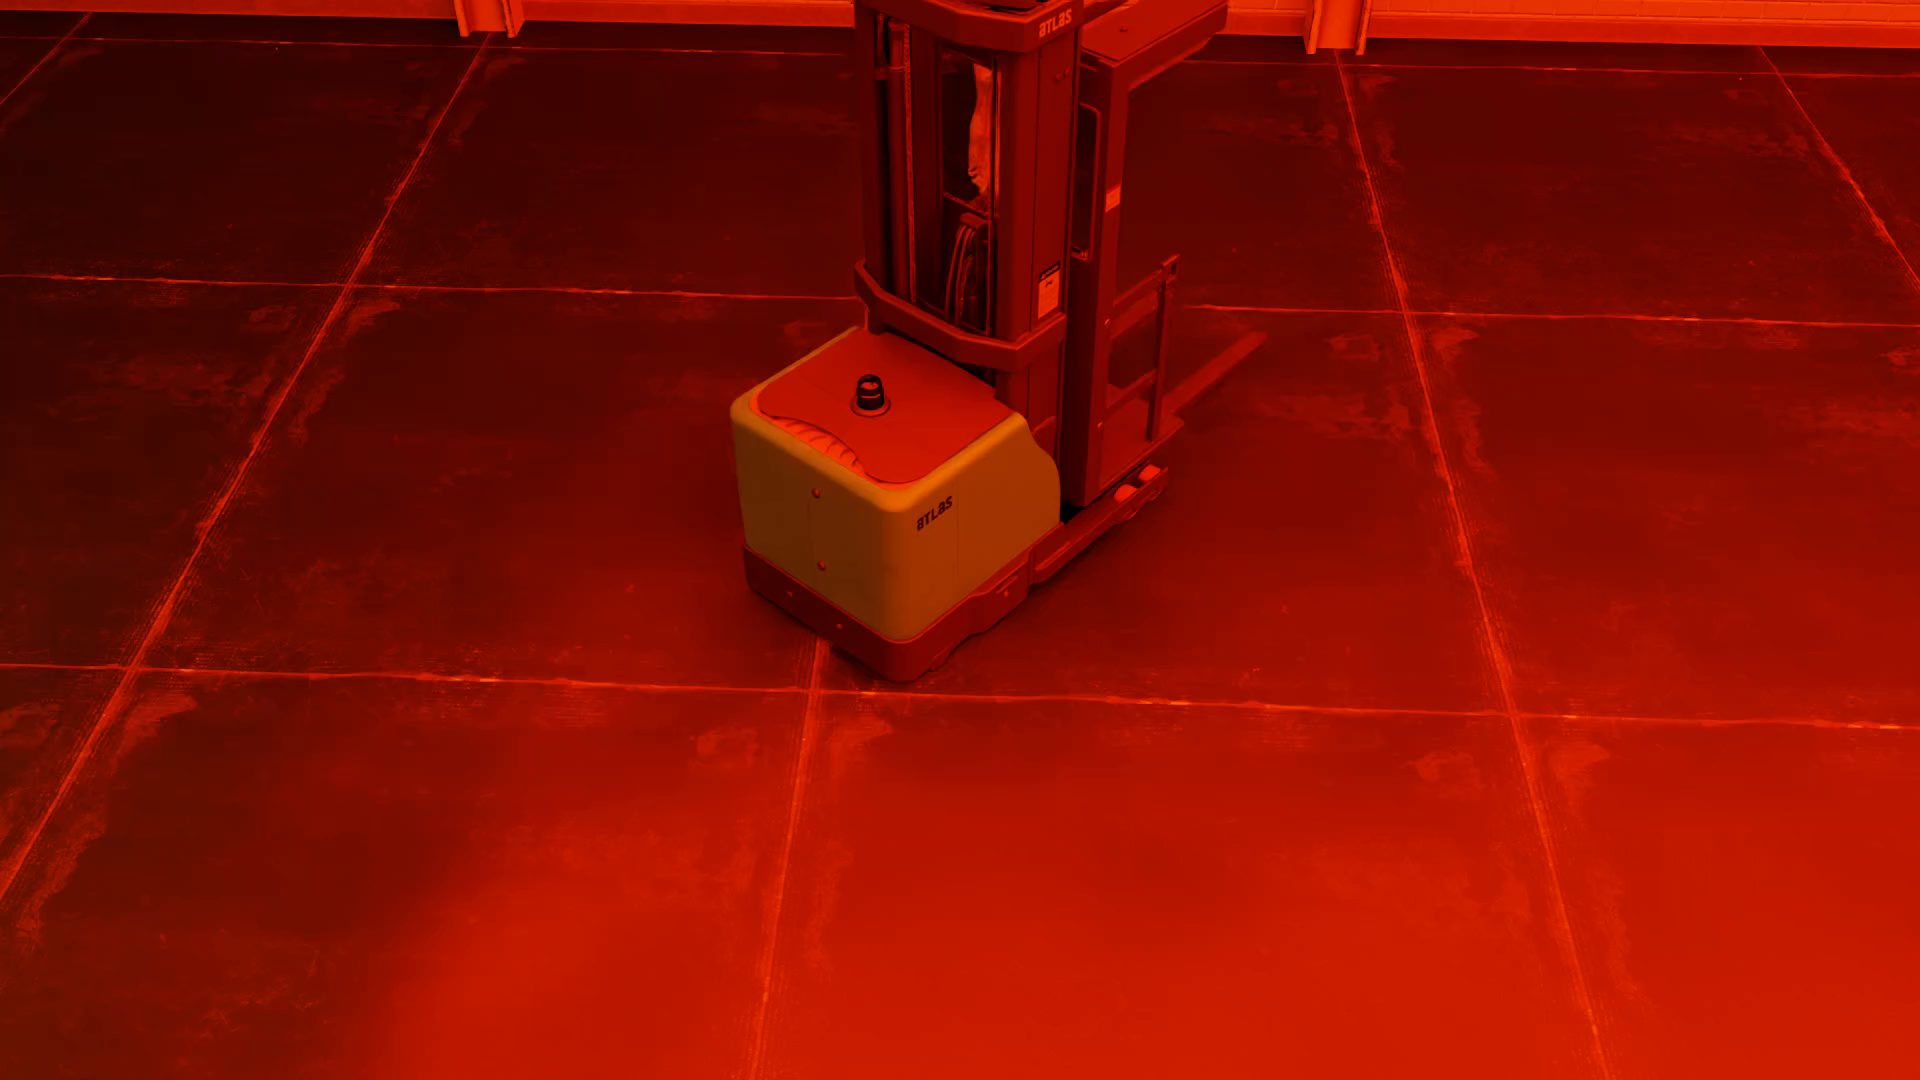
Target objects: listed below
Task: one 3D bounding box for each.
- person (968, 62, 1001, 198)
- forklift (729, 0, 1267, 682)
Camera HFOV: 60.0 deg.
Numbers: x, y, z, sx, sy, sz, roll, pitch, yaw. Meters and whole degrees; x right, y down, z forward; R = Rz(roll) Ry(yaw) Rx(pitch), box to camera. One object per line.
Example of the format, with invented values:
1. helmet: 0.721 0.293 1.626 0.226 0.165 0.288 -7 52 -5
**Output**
1. person: 0.206 -2.832 9.710 0.387 1.767 0.557 -4 43 -4
2. forklift: 0.369 -1.388 7.263 1.130 2.935 3.031 31 51 29
